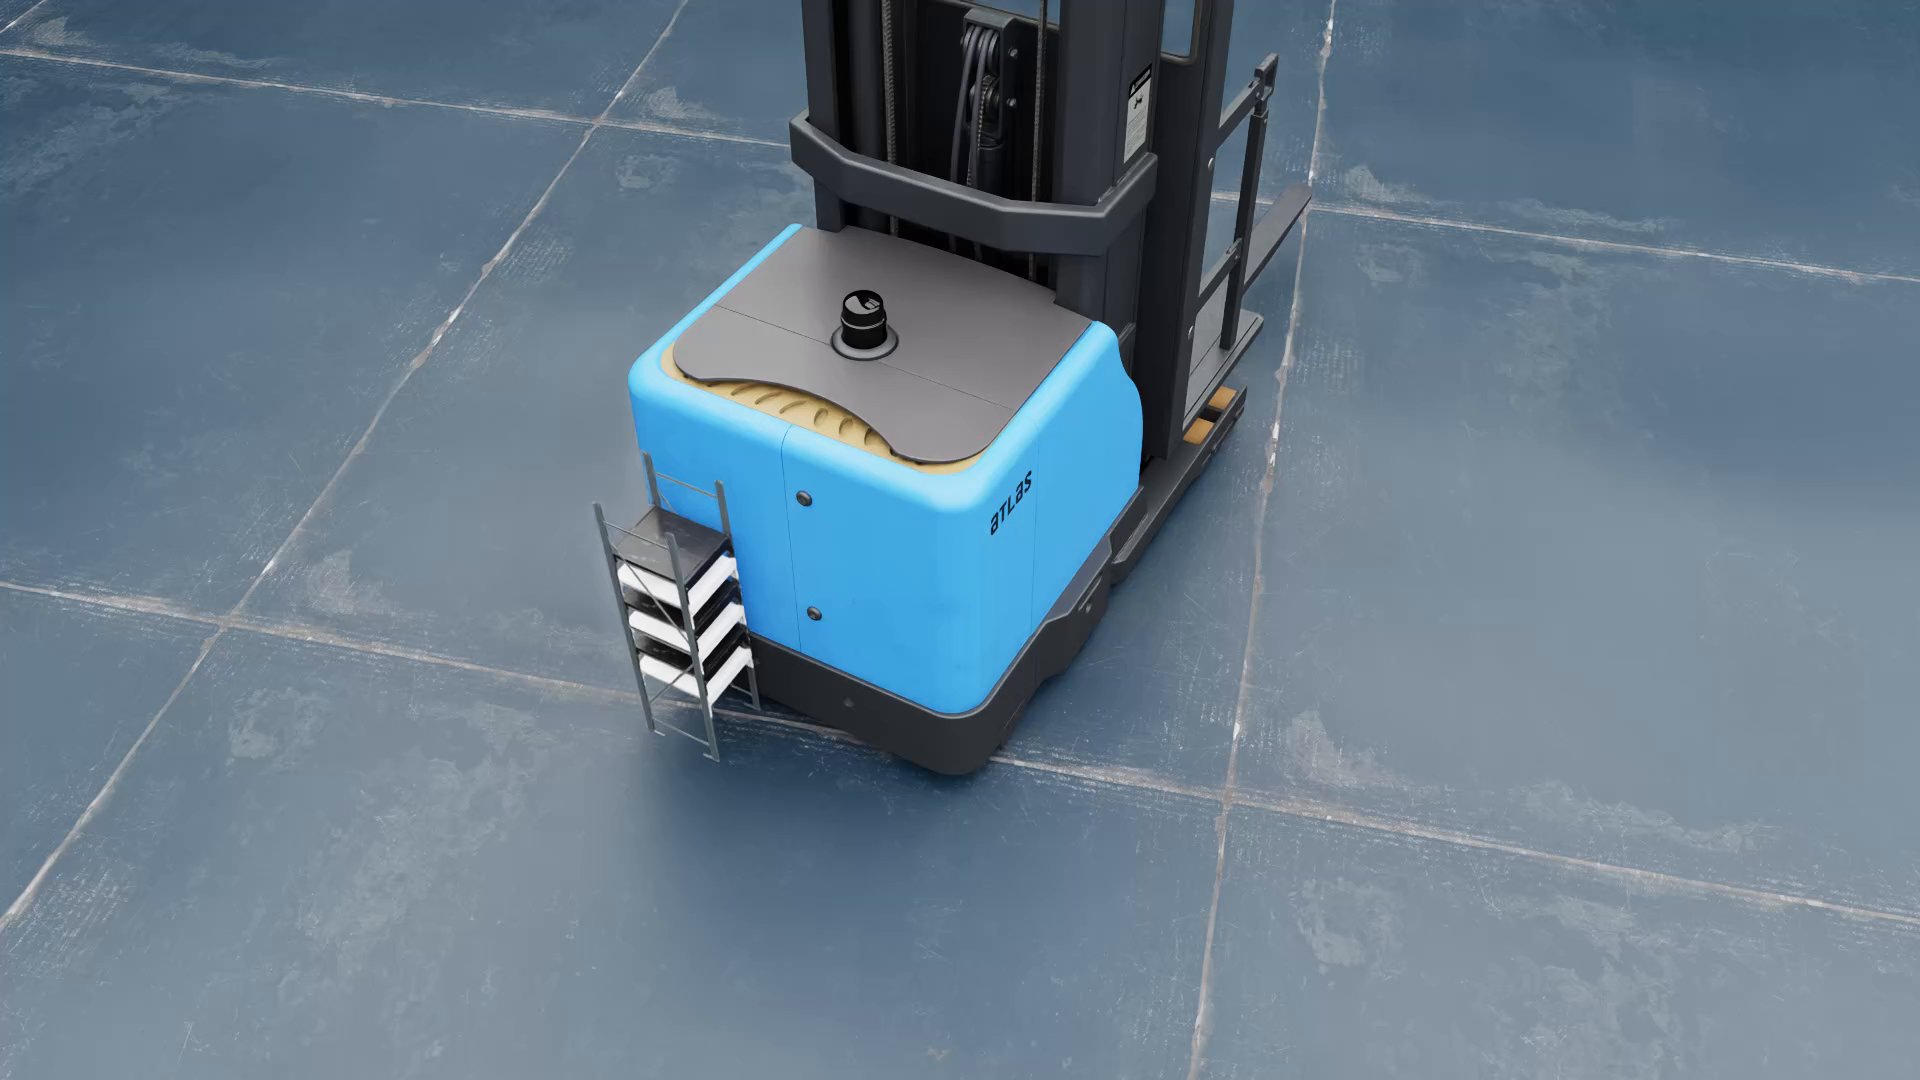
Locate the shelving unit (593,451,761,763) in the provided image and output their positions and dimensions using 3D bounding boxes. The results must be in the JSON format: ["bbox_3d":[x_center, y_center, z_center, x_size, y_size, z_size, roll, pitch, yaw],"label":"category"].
[{"bbox_3d":[-0.731,0.197,4.391,0.258,0.900,0.210,21,50,20],"label":"shelving unit"}]

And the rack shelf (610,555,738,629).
[{"bbox_3d":[-0.733,0.095,4.286,0.258,0.077,0.200,21,50,20],"label":"rack shelf"}]

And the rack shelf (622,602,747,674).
[{"bbox_3d":[-0.730,0.220,4.415,0.258,0.077,0.200,21,50,20],"label":"rack shelf"}]

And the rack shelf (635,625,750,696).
[{"bbox_3d":[-0.728,0.283,4.479,0.258,0.077,0.200,21,50,20],"label":"rack shelf"}]

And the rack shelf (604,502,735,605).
[{"bbox_3d":[-0.735,0.032,4.221,0.258,0.077,0.200,21,50,20],"label":"rack shelf"}]

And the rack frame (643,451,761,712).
[{"bbox_3d":[-0.681,0.133,4.452,0.240,0.900,0.006,21,50,20],"label":"rack frame"}]

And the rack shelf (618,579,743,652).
[{"bbox_3d":[-0.732,0.158,4.350,0.258,0.077,0.200,21,50,20],"label":"rack shelf"}]

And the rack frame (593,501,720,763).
[{"bbox_3d":[-0.780,0.261,4.330,0.240,0.900,0.006,21,50,20],"label":"rack frame"}]

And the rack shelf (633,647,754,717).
[{"bbox_3d":[-0.727,0.346,4.544,0.258,0.077,0.200,21,50,20],"label":"rack shelf"}]

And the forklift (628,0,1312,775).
[{"bbox_3d":[0.307,-1.435,4.628,1.130,2.935,3.031,21,48,21],"label":"forklift"}]
